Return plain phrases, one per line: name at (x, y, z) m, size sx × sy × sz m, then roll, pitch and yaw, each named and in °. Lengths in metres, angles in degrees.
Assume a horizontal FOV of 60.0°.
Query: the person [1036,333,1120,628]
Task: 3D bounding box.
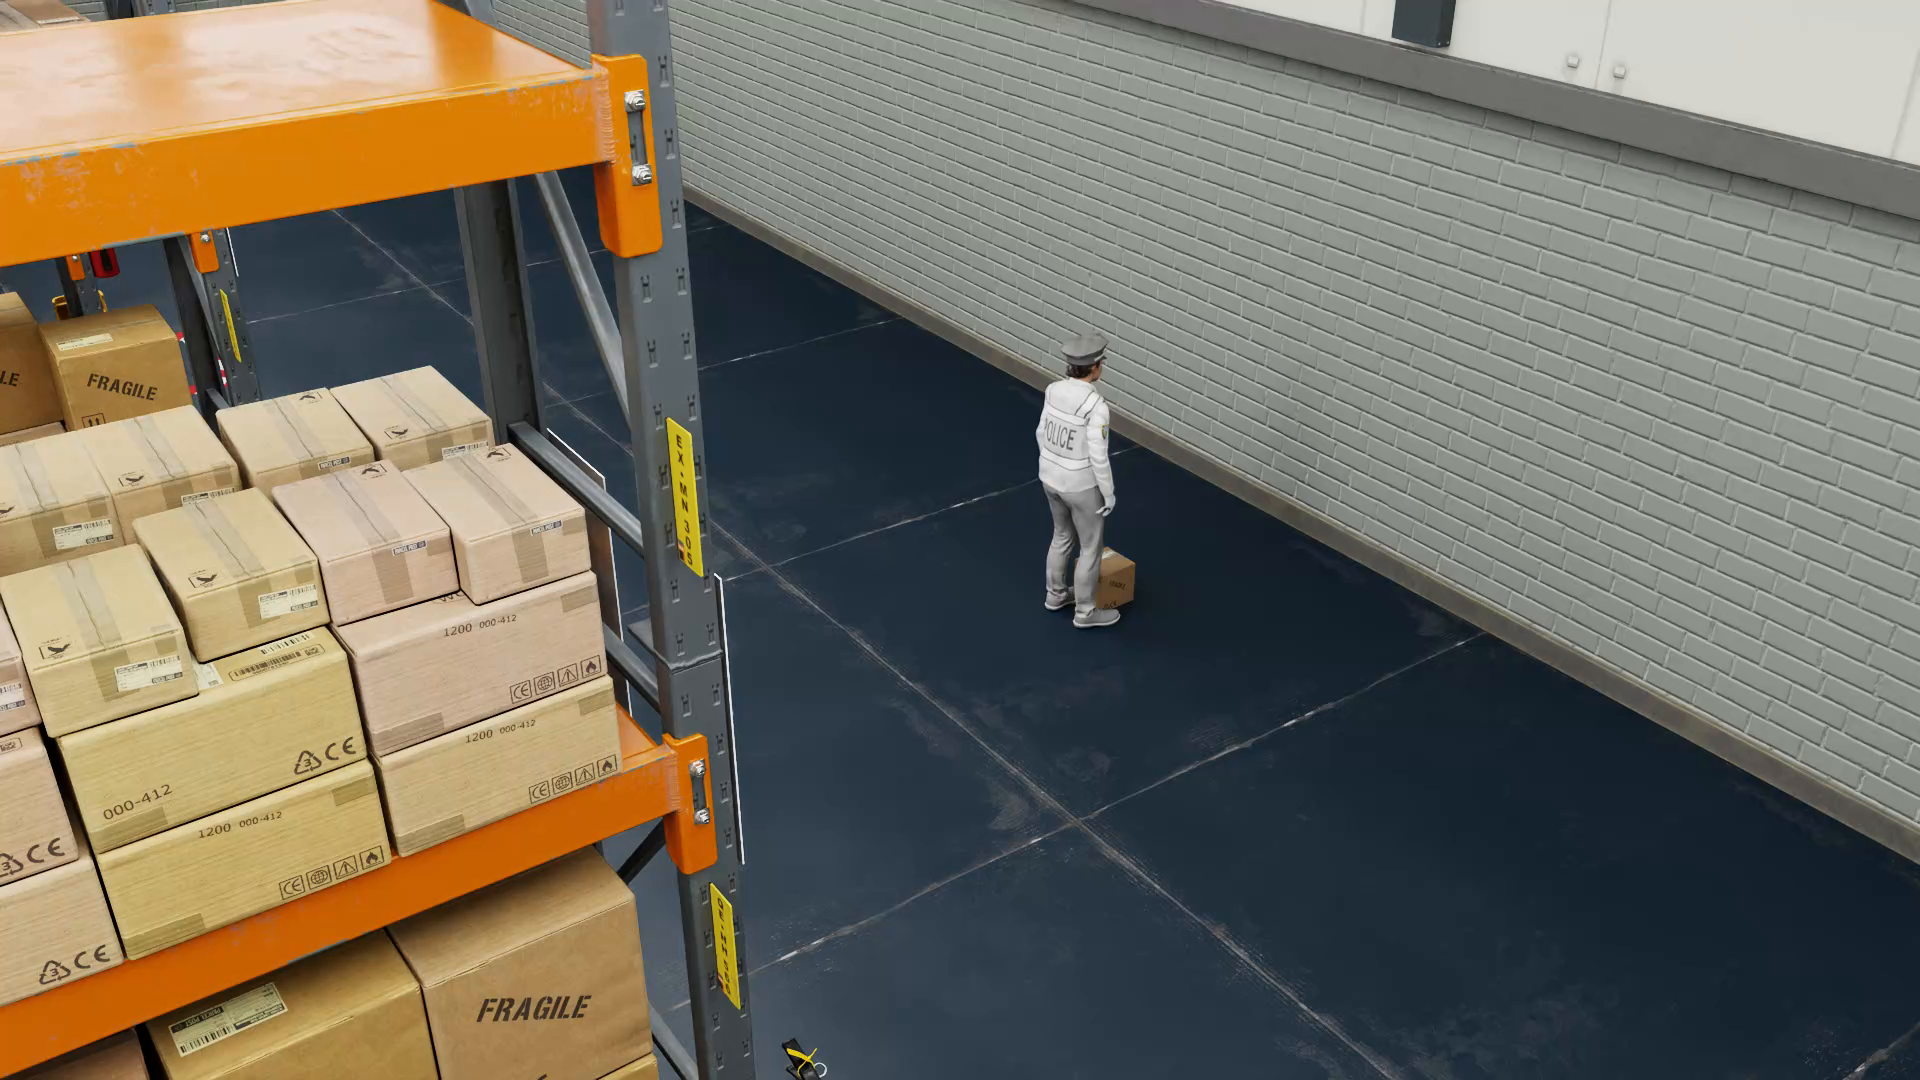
person at (0.646, -0.322, 9.249) m, size 0.371 × 1.666 × 0.547 m, roll -21°, pitch 35°, yaw -33°
